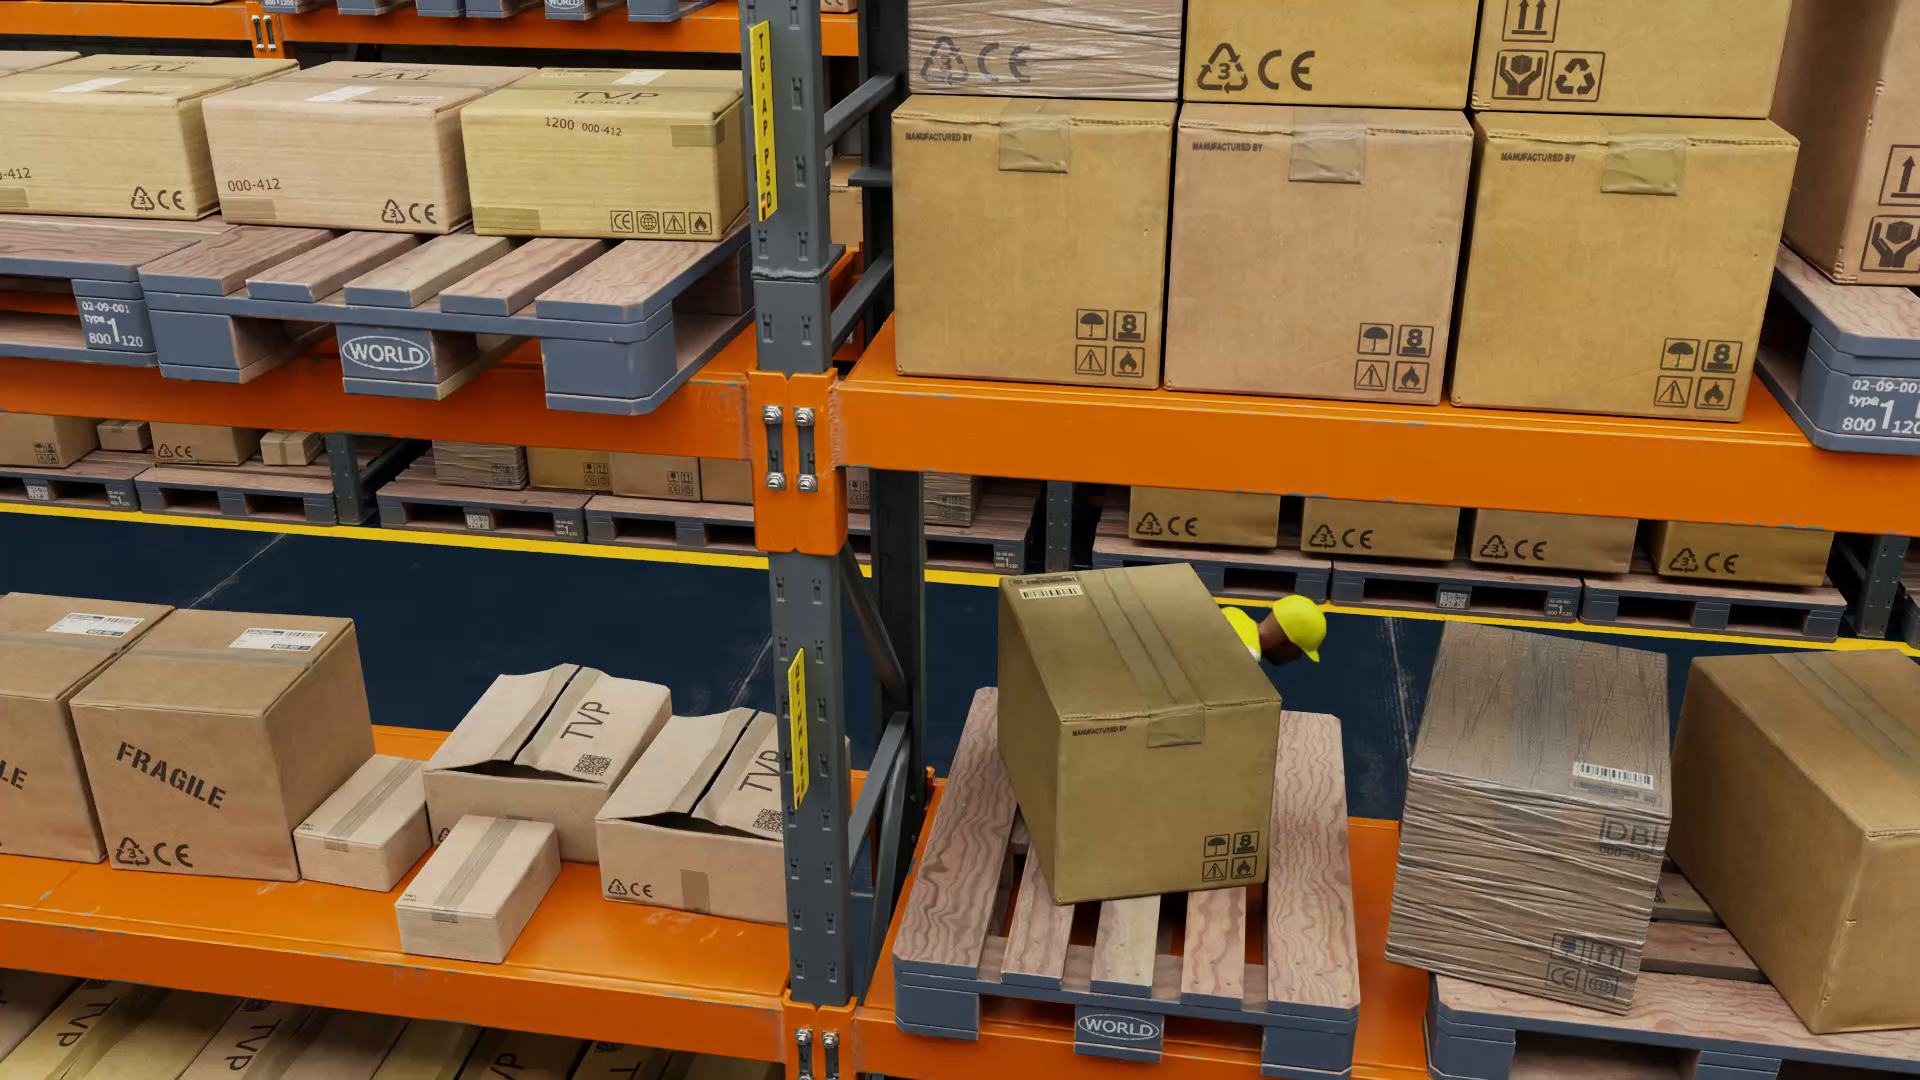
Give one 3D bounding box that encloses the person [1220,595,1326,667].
[{"bbox_3d":[0.981,0.667,6.546,0.904,1.011,0.540,3,25,7],"label":"person"}]
